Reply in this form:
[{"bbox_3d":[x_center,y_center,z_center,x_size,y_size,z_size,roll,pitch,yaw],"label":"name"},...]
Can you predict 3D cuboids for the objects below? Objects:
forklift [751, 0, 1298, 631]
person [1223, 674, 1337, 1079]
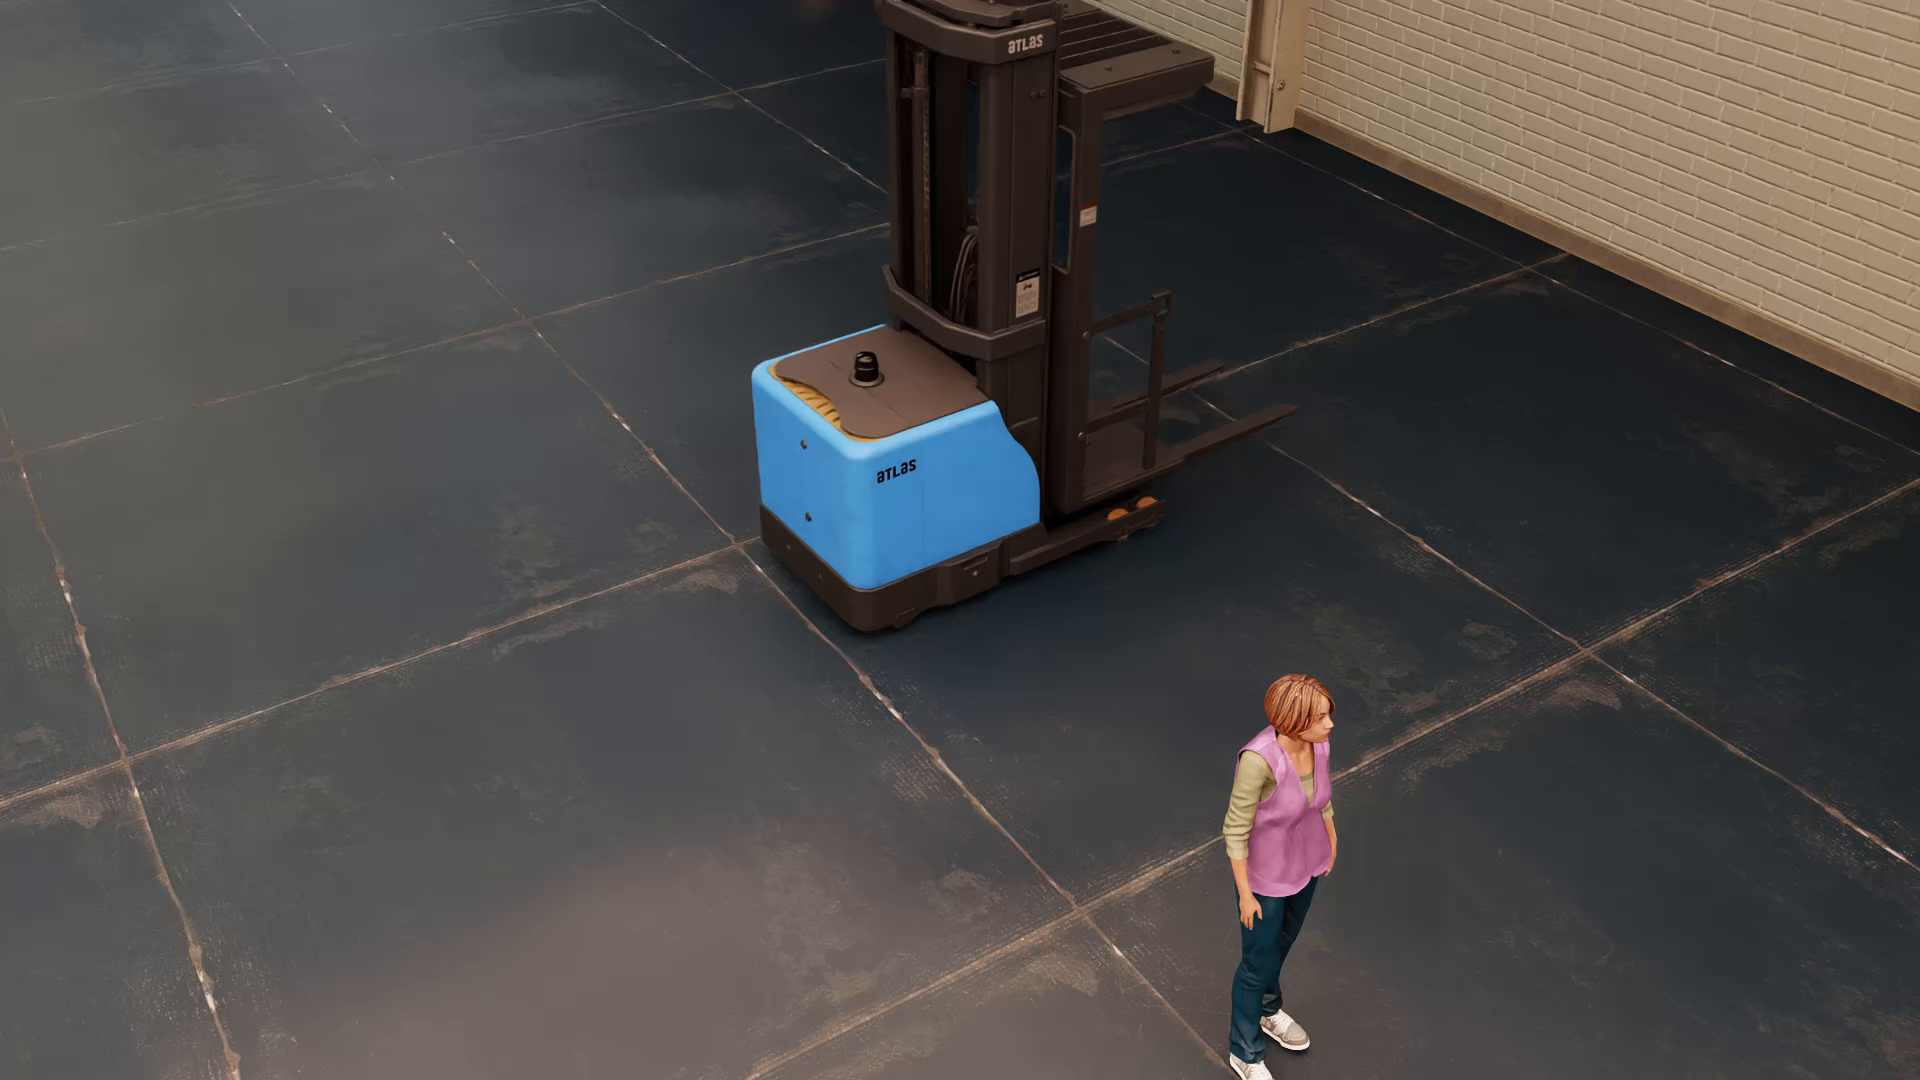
[{"bbox_3d":[0.474,-1.424,8.174,3.031,2.935,1.130,-22,41,-28],"label":"forklift"},{"bbox_3d":[1.135,1.161,5.642,0.520,1.597,0.475,-27,43,-33],"label":"person"}]
